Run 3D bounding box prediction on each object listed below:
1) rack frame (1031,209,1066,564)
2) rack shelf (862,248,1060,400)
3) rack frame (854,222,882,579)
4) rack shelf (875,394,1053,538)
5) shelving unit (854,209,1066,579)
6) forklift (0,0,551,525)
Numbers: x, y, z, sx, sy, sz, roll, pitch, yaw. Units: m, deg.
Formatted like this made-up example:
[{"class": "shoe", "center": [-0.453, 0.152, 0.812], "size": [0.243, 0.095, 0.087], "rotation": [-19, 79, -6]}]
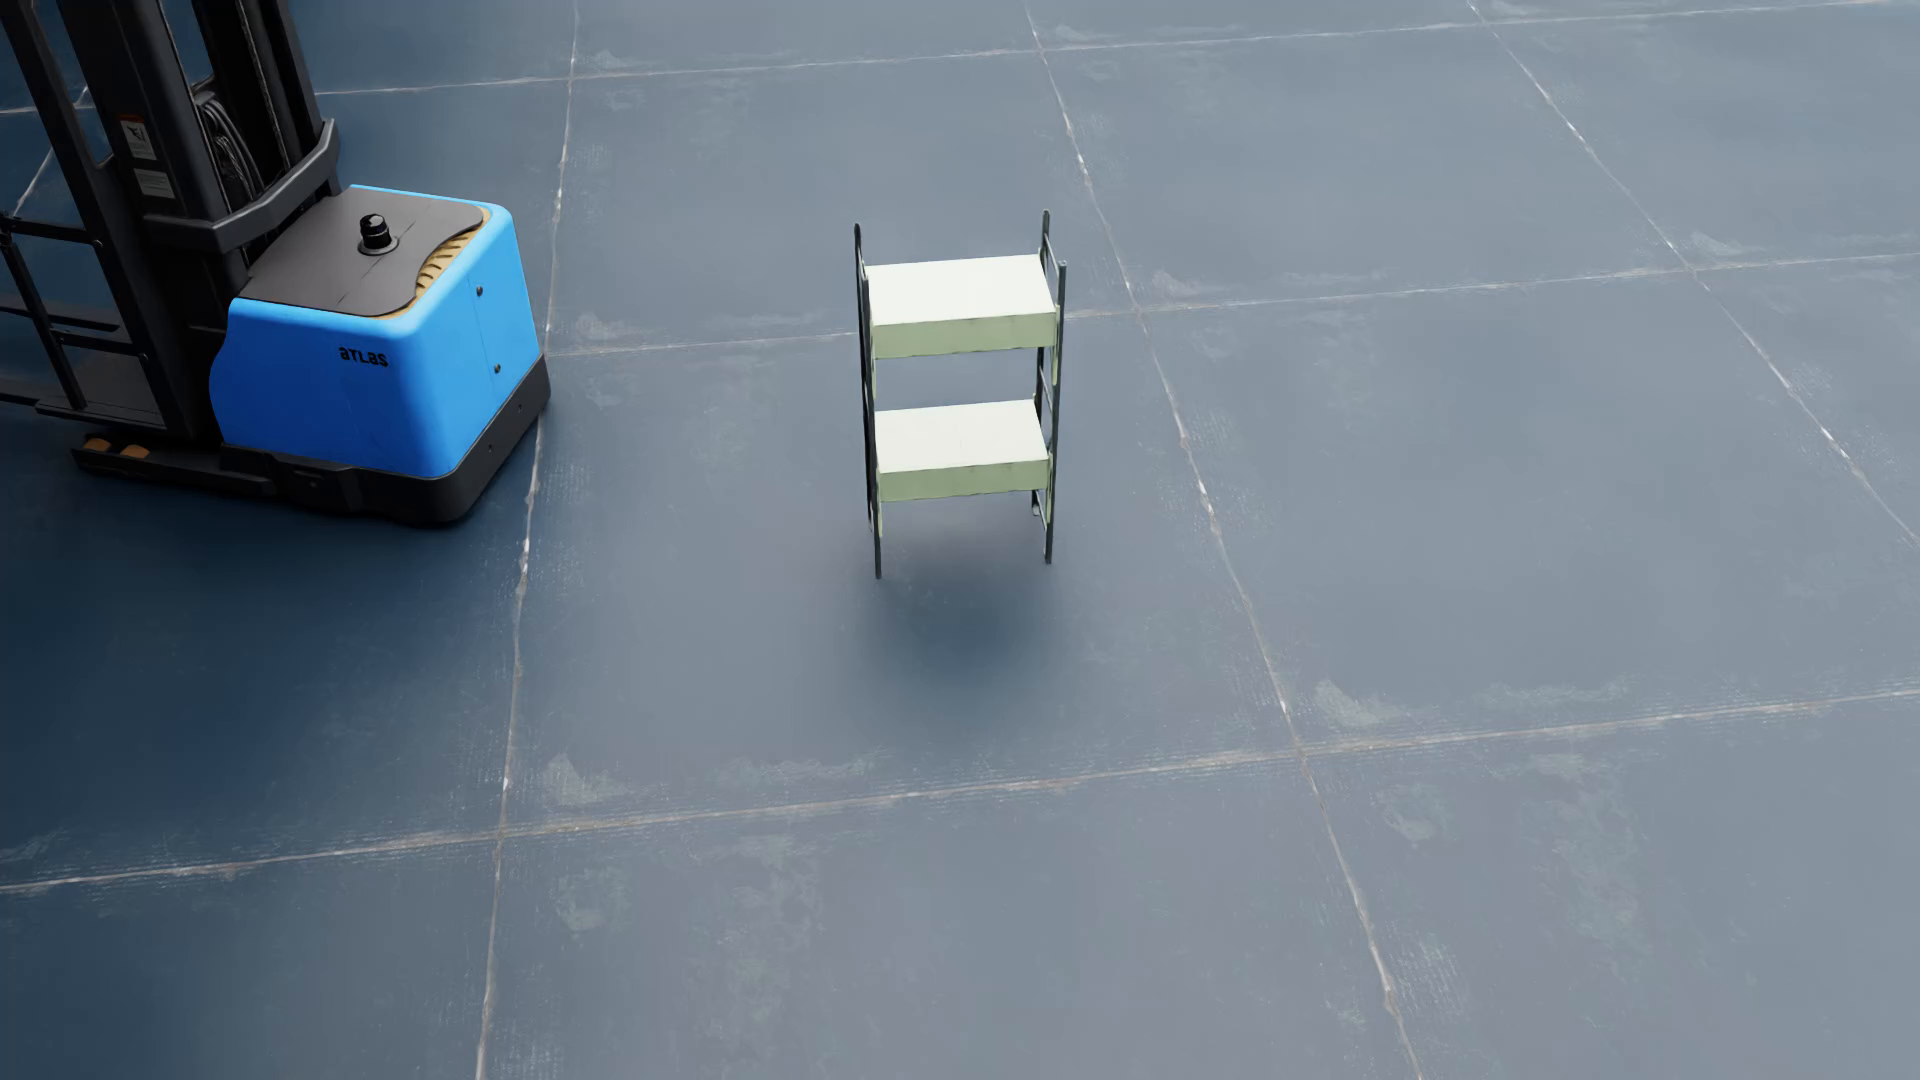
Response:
[{"class": "rack frame", "center": [0.356, -0.588, 6.782], "size": [0.023, 1.500, 0.400], "rotation": [-5, 42, -6]}, {"class": "rack shelf", "center": [-0.007, -0.846, 6.486], "size": [0.720, 0.370, 0.431], "rotation": [-5, 42, -6]}, {"class": "rack frame", "center": [-0.370, -0.525, 6.712], "size": [0.023, 1.500, 0.400], "rotation": [-5, 42, -6]}, {"class": "rack shelf", "center": [-0.007, -0.314, 6.965], "size": [0.720, 0.370, 0.431], "rotation": [-5, 42, -6]}, {"class": "shelving unit", "center": [-0.007, -0.556, 6.747], "size": [0.755, 1.500, 0.431], "rotation": [-5, 42, -6]}, {"class": "forklift", "center": [-3.519, -1.687, 6.932], "size": [3.031, 2.935, 1.130], "rotation": [10, 43, 11]}]
